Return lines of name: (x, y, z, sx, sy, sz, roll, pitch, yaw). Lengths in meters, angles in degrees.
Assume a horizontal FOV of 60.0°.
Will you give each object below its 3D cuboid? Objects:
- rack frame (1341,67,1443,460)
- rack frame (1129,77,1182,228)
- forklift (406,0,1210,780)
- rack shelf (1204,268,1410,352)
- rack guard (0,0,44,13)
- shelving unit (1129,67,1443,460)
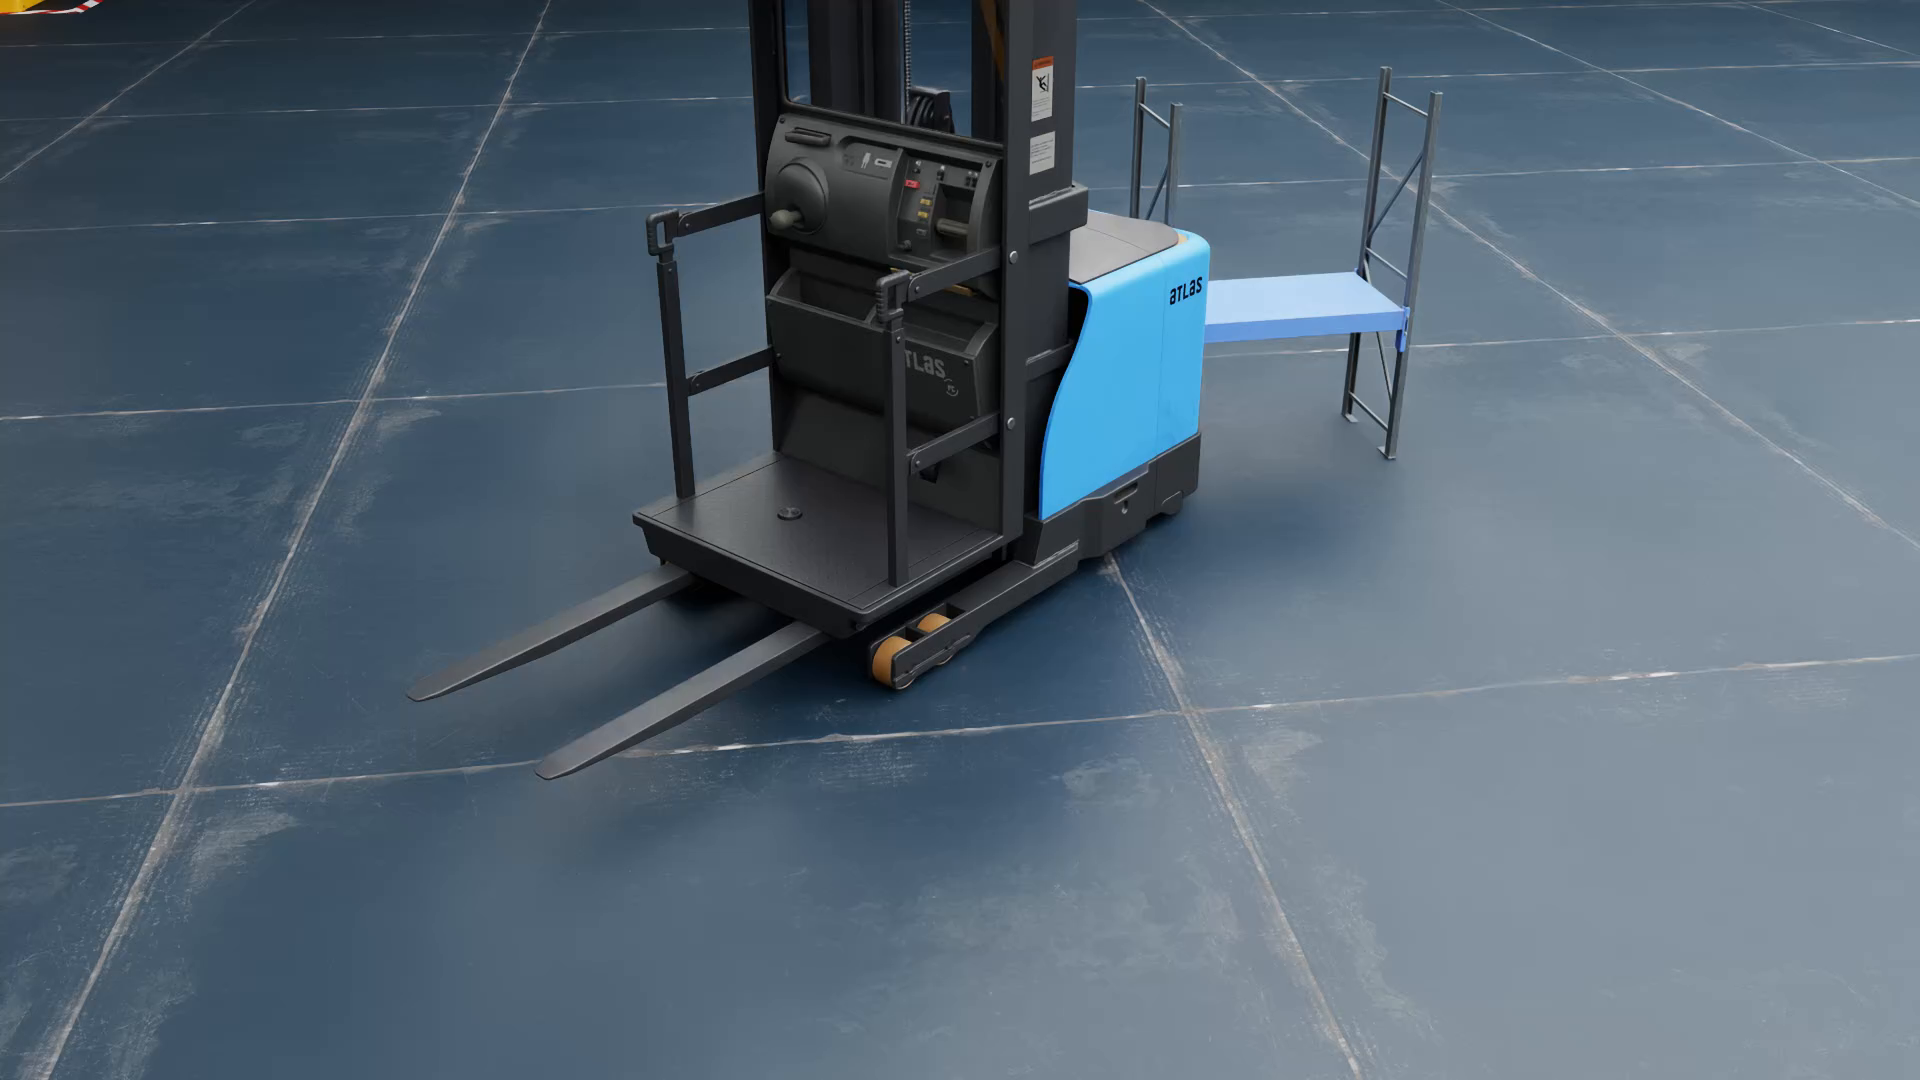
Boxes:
rack frame: (1.745, -1.115, 6.780, 0.032, 1.500, 0.500, -5, 28, -10)
rack frame: (0.747, -1.026, 6.607, 0.032, 1.500, 0.500, -5, 28, -10)
forklift: (-0.402, -1.085, 5.155, 1.130, 2.935, 3.031, 21, 34, 35)
rack shelf: (1.246, -0.910, 6.775, 1.000, 0.185, 0.538, -5, 28, -10)
rack guard: (-9.502, -5.673, 16.759, 0.348, 0.500, 1.175, -4, 27, -7)
shelving unit: (1.246, -1.070, 6.693, 1.048, 1.500, 0.538, -5, 28, -10)
